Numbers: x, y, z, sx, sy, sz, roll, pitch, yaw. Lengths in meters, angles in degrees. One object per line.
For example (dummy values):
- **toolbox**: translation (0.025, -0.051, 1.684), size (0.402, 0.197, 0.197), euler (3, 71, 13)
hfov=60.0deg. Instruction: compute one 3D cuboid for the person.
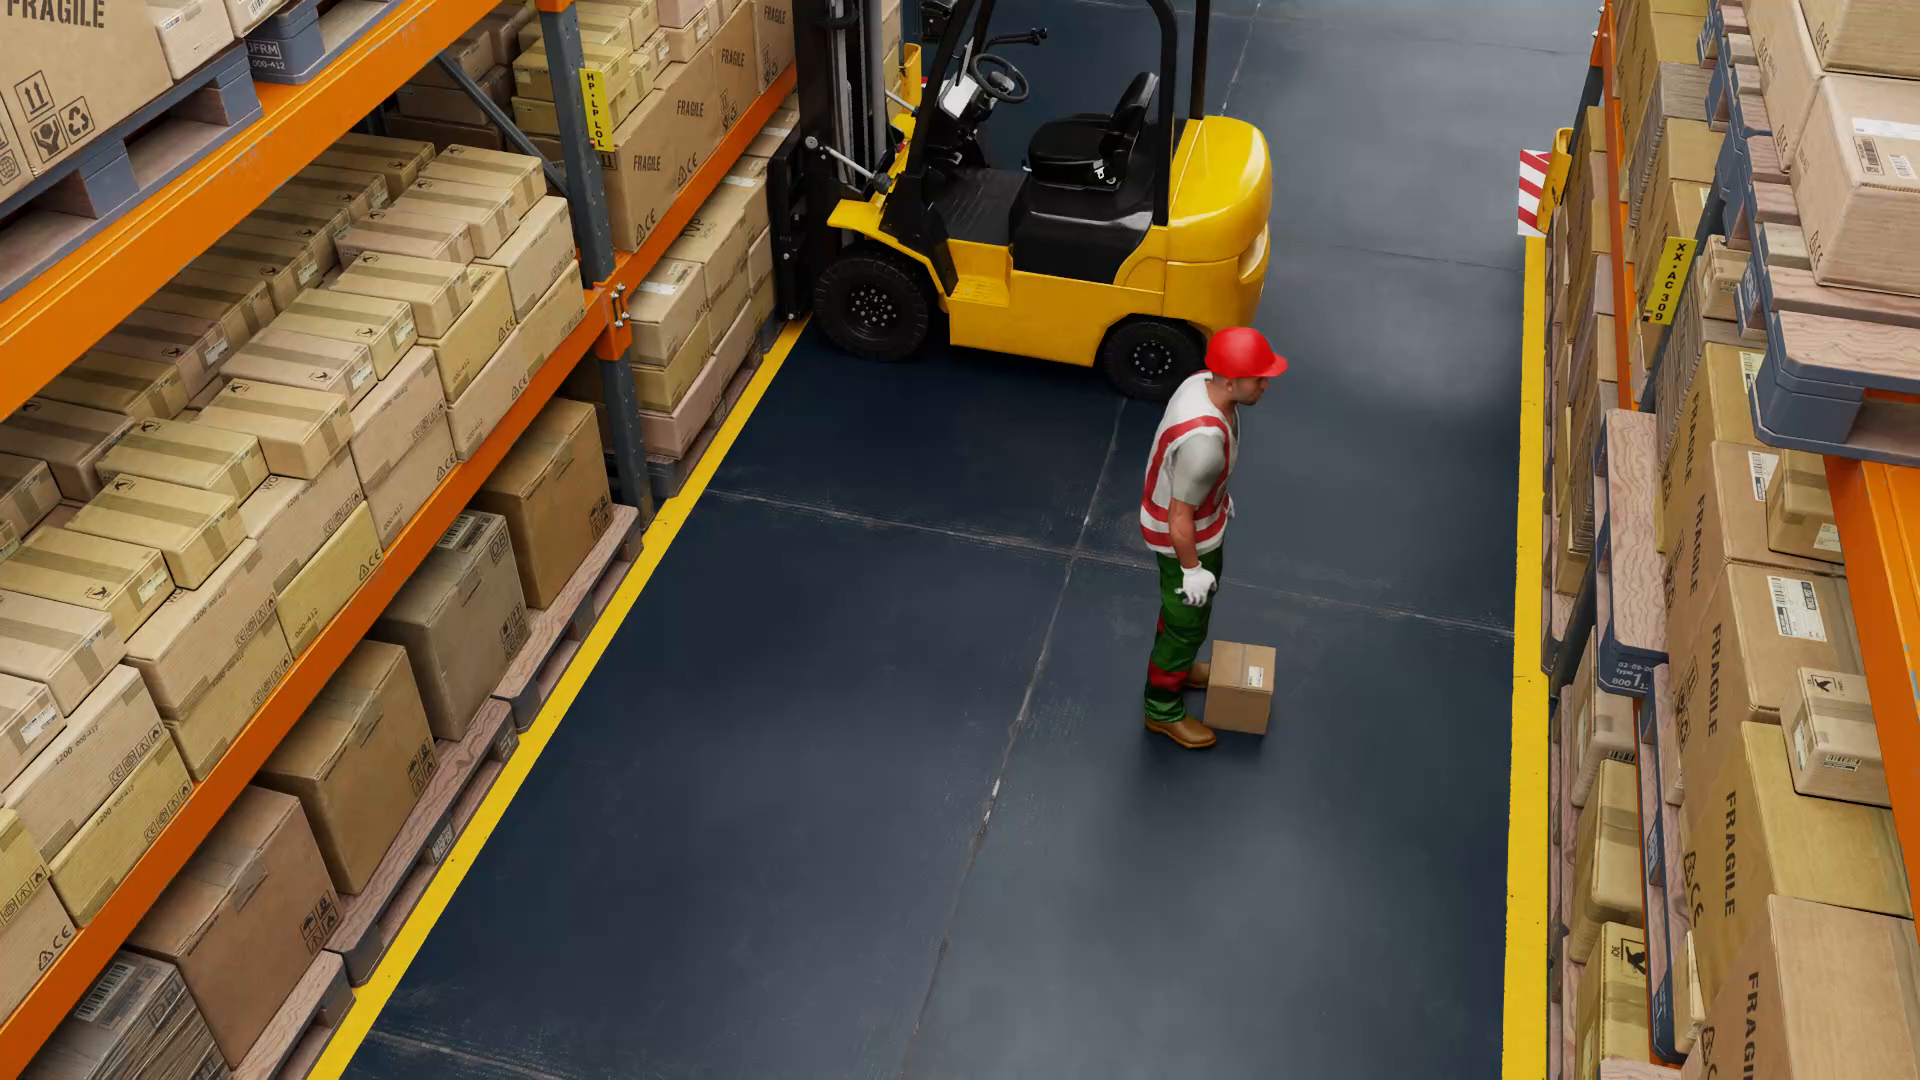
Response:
- **person**: translation (0.893, -0.029, 6.179), size (0.448, 1.780, 0.609), euler (10, 42, 12)
